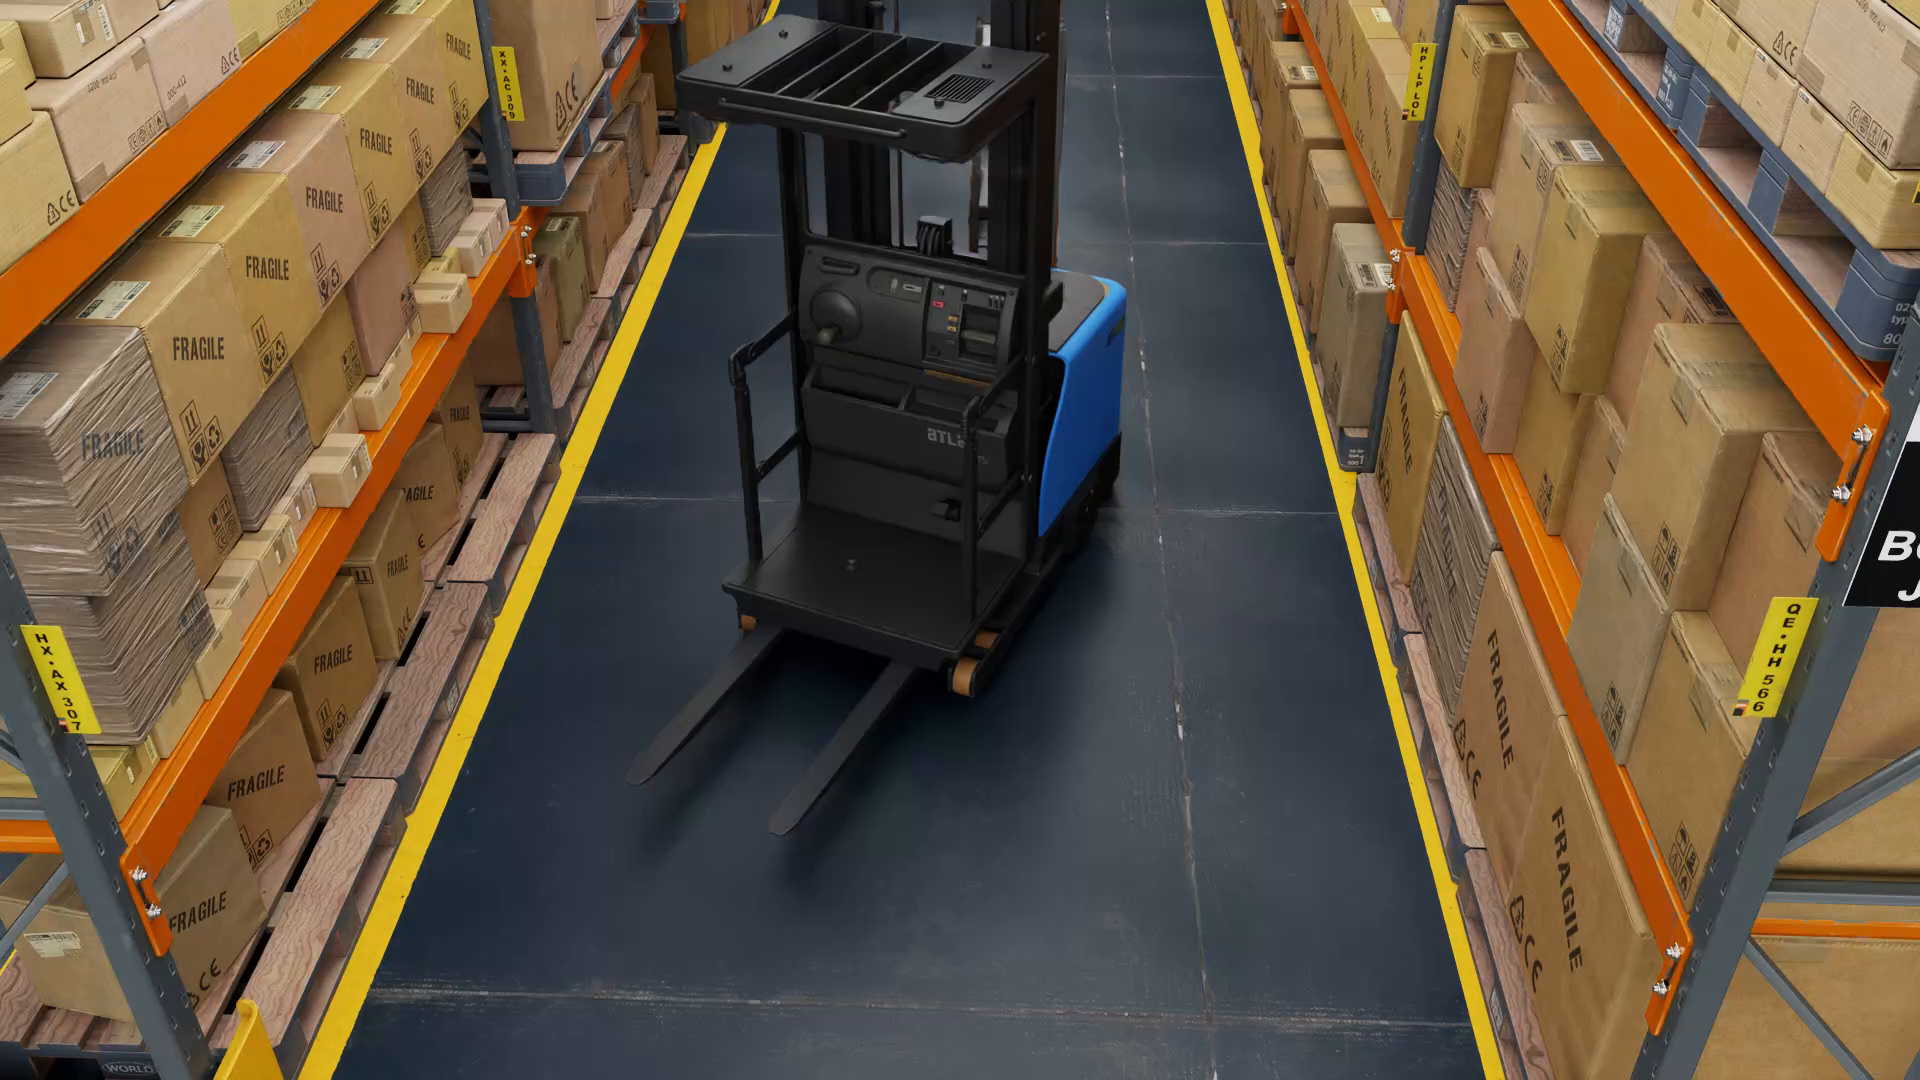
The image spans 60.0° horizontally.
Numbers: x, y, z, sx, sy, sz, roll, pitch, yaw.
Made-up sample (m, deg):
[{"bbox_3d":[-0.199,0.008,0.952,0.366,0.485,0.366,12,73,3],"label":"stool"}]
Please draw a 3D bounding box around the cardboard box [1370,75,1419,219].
[{"bbox_3d":[2.205,-1.799,7.615,0.500,0.500,0.500,1,35,2],"label":"cardboard box"}]

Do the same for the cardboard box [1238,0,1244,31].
[{"bbox_3d":[2.451,-4.174,12.889,0.500,0.500,0.500,2,35,3],"label":"cardboard box"}]

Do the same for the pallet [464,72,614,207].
[{"bbox_3d":[-2.325,-1.982,8.129,1.003,0.211,1.213,1,35,2],"label":"pallet"}]

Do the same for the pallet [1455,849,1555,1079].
[{"bbox_3d":[2.245,1.525,5.396,1.003,0.211,1.213,1,35,2],"label":"pallet"}]

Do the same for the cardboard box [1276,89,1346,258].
[{"bbox_3d":[2.466,-2.152,9.794,1.050,0.750,0.750,2,35,3],"label":"cardboard box"}]

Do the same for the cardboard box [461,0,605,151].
[{"bbox_3d":[-2.329,-2.496,7.805,1.000,1.000,1.000,2,35,2],"label":"cardboard box"}]

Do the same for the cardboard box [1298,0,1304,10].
[{"bbox_3d":[2.324,-3.540,10.091,0.500,0.500,0.500,2,35,2],"label":"cardboard box"}]

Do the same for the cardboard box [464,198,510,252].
[{"bbox_3d":[-2.215,-1.392,7.340,0.380,0.149,0.250,1,35,2],"label":"cardboard box"}]

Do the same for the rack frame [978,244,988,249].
[{"bbox_3d":[0.254,-1.384,7.887,0.380,1.831,0.006,2,35,1],"label":"rack frame"}]

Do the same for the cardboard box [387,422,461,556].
[{"bbox_3d":[-2.710,-0.194,5.714,1.144,2.239,2.984,12,37,17],"label":"cardboard box"}]

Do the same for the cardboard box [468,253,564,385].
[{"bbox_3d":[-2.454,-1.135,8.547,0.700,0.500,0.500,-1,35,-2],"label":"cardboard box"}]

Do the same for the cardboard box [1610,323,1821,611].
[{"bbox_3d":[2.274,-0.188,4.339,0.875,0.550,0.550,1,35,2],"label":"cardboard box"}]

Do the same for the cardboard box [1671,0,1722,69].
[{"bbox_3d":[2.006,-1.275,4.113,0.380,0.149,0.250,1,35,1],"label":"cardboard box"}]

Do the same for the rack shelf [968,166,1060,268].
[{"bbox_3d":[0.261,-1.513,8.094,0.431,0.518,0.480,2,35,1],"label":"rack shelf"}]

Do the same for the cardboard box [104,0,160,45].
[{"bbox_3d":[-2.329,-1.398,4.305,0.380,0.149,0.250,1,35,2],"label":"cardboard box"}]

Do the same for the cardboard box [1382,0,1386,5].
[{"bbox_3d":[2.526,-3.064,8.544,0.700,0.500,0.500,1,35,1],"label":"cardboard box"}]

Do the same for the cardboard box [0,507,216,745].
[{"bbox_3d":[-2.612,0.195,4.518,0.875,0.500,0.500,1,35,2],"label":"cardboard box"}]

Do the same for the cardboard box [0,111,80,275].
[{"bbox_3d":[-2.384,-0.764,3.750,0.500,0.250,0.500,2,35,3],"label":"cardboard box"}]

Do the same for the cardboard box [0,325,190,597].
[{"bbox_3d":[-2.367,-0.208,4.222,0.500,0.500,0.500,1,35,2],"label":"cardboard box"}]

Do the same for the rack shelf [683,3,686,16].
[{"bbox_3d":[-2.260,-4.778,12.565,1.077,0.370,4.000,1,35,2],"label":"rack shelf"}]

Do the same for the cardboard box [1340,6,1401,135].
[{"bbox_3d":[2.246,-2.380,8.441,0.500,0.500,0.500,2,35,2],"label":"cardboard box"}]

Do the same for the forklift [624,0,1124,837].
[{"bbox_3d":[-0.303,-0.843,6.400,1.121,2.935,3.031,15,38,20],"label":"forklift"}]

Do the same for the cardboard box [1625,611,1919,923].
[{"bbox_3d":[2.260,0.570,4.200,0.875,0.550,0.550,1,35,2],"label":"cardboard box"}]

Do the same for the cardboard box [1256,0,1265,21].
[{"bbox_3d":[2.387,-3.896,11.841,0.500,0.250,0.500,2,35,3],"label":"cardboard box"}]

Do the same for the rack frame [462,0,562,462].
[{"bbox_3d":[-2.501,-1.625,7.454,1.000,3.000,0.127,1,35,2],"label":"rack frame"}]

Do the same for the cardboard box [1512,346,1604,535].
[{"bbox_3d":[2.389,-0.371,5.538,0.875,0.550,0.500,1,35,2],"label":"cardboard box"}]

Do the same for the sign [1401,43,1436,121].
[{"bbox_3d":[1.909,-1.901,6.908,0.100,0.325,0.005,1,35,2],"label":"sign"}]

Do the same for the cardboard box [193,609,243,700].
[{"bbox_3d":[-2.357,0.331,4.889,0.380,0.149,0.250,1,35,2],"label":"cardboard box"}]

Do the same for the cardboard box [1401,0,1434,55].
[{"bbox_3d":[2.484,-2.483,7.718,0.700,0.500,0.500,1,35,1],"label":"cardboard box"}]

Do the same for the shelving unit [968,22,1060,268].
[{"bbox_3d":[5.957,-2.583,6.858,11.797,5.258,0.853,2,35,1],"label":"shelving unit"}]

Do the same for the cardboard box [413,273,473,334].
[{"bbox_3d":[-2.204,-0.960,6.726,0.380,0.149,0.250,1,35,2],"label":"cardboard box"}]

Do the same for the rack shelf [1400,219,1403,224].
[{"bbox_3d":[2.532,-2.387,8.994,0.919,0.124,3.809,1,35,2],"label":"rack shelf"}]

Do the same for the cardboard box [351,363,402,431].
[{"bbox_3d":[-2.290,-0.530,6.115,0.380,0.149,0.250,1,35,2],"label":"cardboard box"}]

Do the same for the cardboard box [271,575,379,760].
[{"bbox_3d":[-2.586,0.462,6.292,0.500,0.500,0.500,4,35,6],"label":"cardboard box"}]

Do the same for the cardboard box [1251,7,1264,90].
[{"bbox_3d":[2.402,-3.582,12.047,0.500,0.500,0.500,3,35,4],"label":"cardboard box"}]

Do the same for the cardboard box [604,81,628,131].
[{"bbox_3d":[-2.348,-2.697,10.117,0.500,0.250,0.500,5,35,7],"label":"cardboard box"}]

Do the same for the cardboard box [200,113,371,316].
[{"bbox_3d":[-2.307,-1.070,5.449,0.500,0.500,0.500,1,35,2],"label":"cardboard box"}]

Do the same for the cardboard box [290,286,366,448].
[{"bbox_3d":[-2.609,-0.711,5.936,0.875,0.649,0.860,1,35,2],"label":"cardboard box"}]

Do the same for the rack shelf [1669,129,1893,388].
[{"bbox_3d":[2.371,-1.316,4.861,0.919,0.124,3.809,1,35,2],"label":"rack shelf"}]

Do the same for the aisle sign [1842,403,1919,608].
[{"bbox_3d":[1.988,-0.184,3.142,0.394,0.787,0.004,1,35,2],"label":"aisle sign"}]

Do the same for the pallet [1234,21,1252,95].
[{"bbox_3d":[2.697,-3.758,12.913,1.003,0.211,1.213,1,35,2],"label":"pallet"}]

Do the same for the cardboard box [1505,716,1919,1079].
[{"bbox_3d":[2.252,1.152,4.985,0.875,0.875,0.875,2,35,2],"label":"cardboard box"}]

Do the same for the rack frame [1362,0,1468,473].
[{"bbox_3d":[2.451,-1.452,7.208,1.000,3.000,0.127,1,35,2],"label":"rack frame"}]

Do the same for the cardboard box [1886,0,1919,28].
[{"bbox_3d":[1.965,-1.019,3.055,0.380,0.149,0.250,2,35,2],"label":"cardboard box"}]

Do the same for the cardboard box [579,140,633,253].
[{"bbox_3d":[-2.372,-2.050,9.850,0.700,0.500,0.500,4,35,6],"label":"cardboard box"}]

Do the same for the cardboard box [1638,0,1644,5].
[{"bbox_3d":[2.027,-1.567,4.528,0.380,0.149,0.250,2,35,2],"label":"cardboard box"}]

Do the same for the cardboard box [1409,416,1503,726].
[{"bbox_3d":[2.324,0.123,6.449,0.875,0.875,0.875,2,35,2],"label":"cardboard box"}]

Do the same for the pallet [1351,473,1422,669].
[{"bbox_3d":[2.343,0.124,7.391,1.003,0.211,1.213,1,35,2],"label":"pallet"}]

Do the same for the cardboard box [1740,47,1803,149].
[{"bbox_3d":[1.986,-0.983,3.697,0.380,0.149,0.250,2,35,3],"label":"cardboard box"}]

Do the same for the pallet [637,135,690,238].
[{"bbox_3d":[-2.373,-2.333,10.887,1.003,0.211,1.213,1,35,2],"label":"pallet"}]

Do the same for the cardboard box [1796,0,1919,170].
[{"bbox_3d":[2.031,-0.942,3.293,0.500,0.250,0.500,2,35,3],"label":"cardboard box"}]

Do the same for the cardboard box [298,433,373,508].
[{"bbox_3d":[-2.254,-0.242,5.704,0.380,0.149,0.250,1,35,2],"label":"cardboard box"}]

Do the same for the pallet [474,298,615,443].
[{"bbox_3d":[-2.471,-0.932,8.892,1.003,0.211,1.213,1,35,2],"label":"pallet"}]

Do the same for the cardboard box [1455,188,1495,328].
[{"bbox_3d":[2.449,-0.985,6.412,0.875,0.550,0.550,1,35,2],"label":"cardboard box"}]

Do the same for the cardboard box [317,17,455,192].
[{"bbox_3d":[-2.262,-1.645,6.266,0.500,0.500,0.500,1,35,2],"label":"cardboard box"}]
